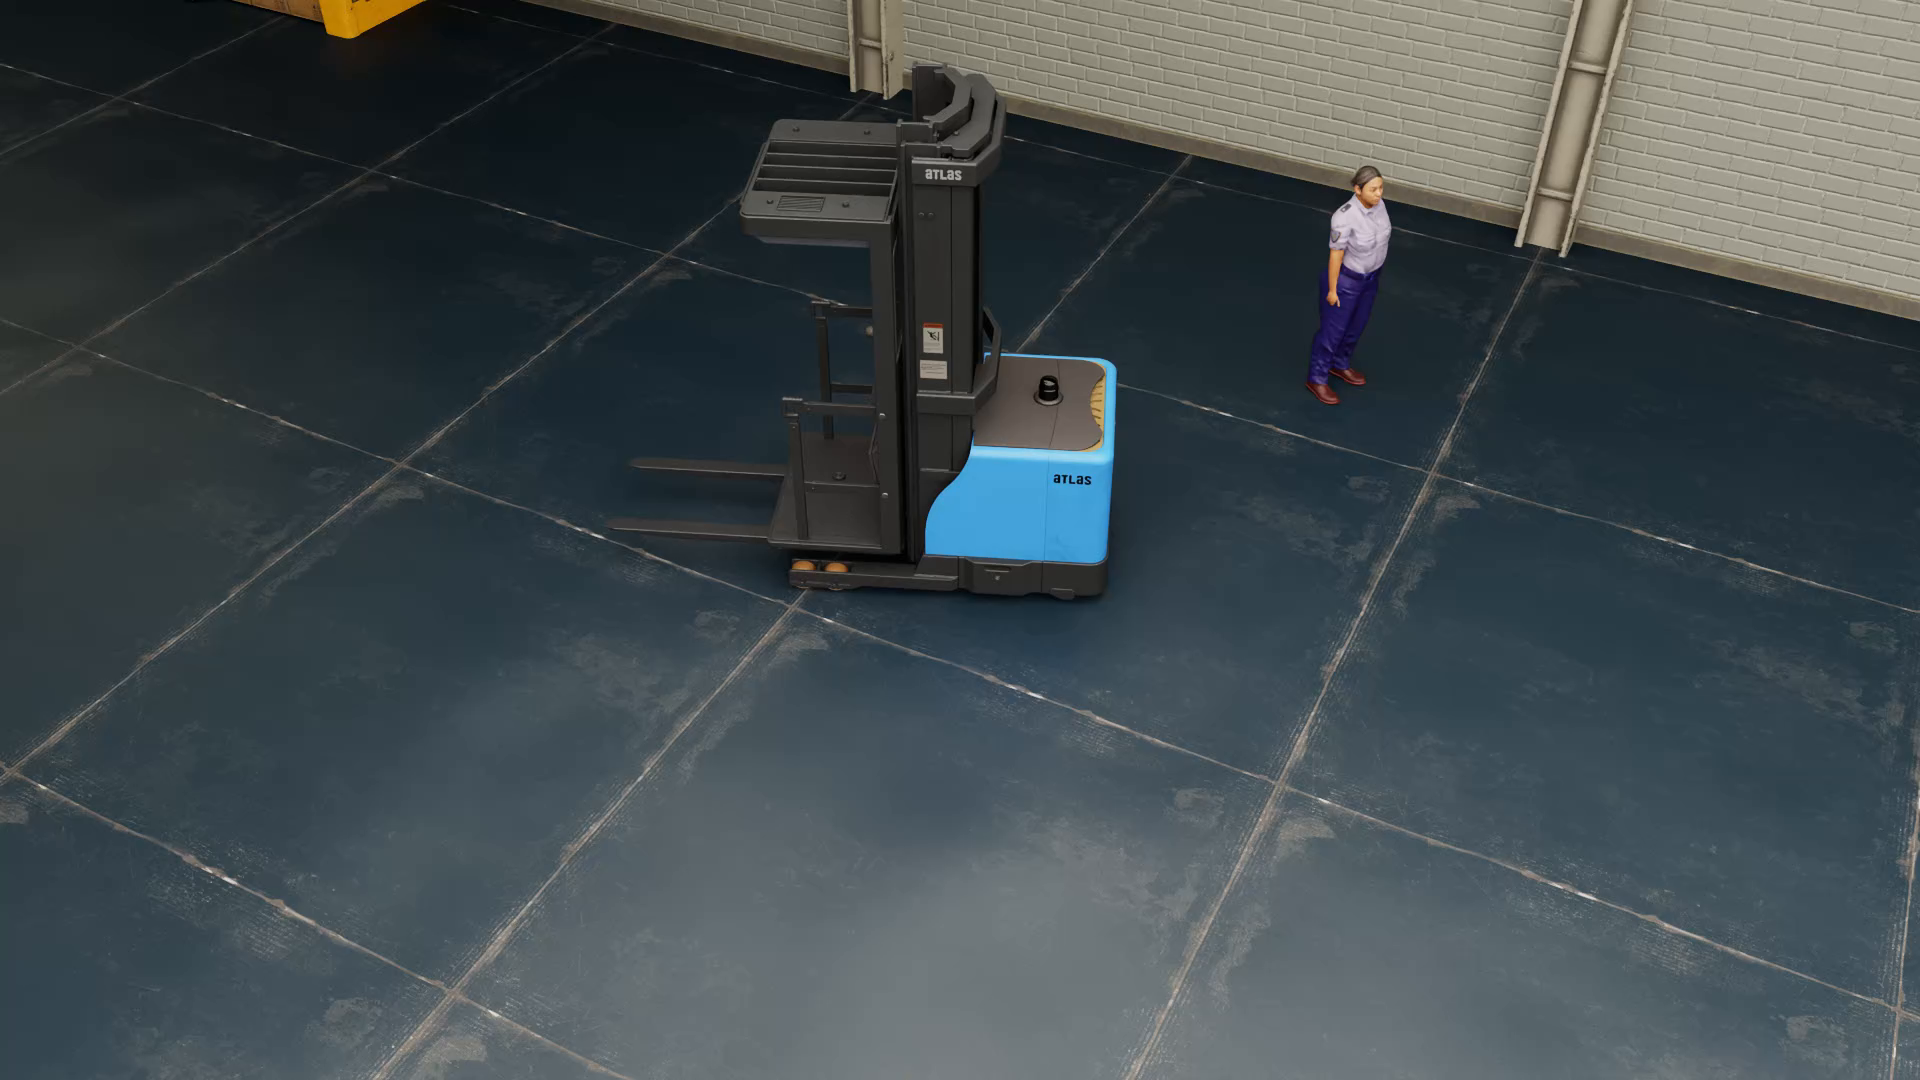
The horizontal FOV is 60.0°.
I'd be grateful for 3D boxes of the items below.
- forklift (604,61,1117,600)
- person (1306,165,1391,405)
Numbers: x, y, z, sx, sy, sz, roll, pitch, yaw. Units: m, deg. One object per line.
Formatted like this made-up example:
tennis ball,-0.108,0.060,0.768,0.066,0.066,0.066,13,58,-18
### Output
forklift,-0.606,-1.157,9.360,3.031,2.935,1.130,3,40,4
person,2.597,-1.713,11.020,0.479,1.653,0.348,-31,49,-31
